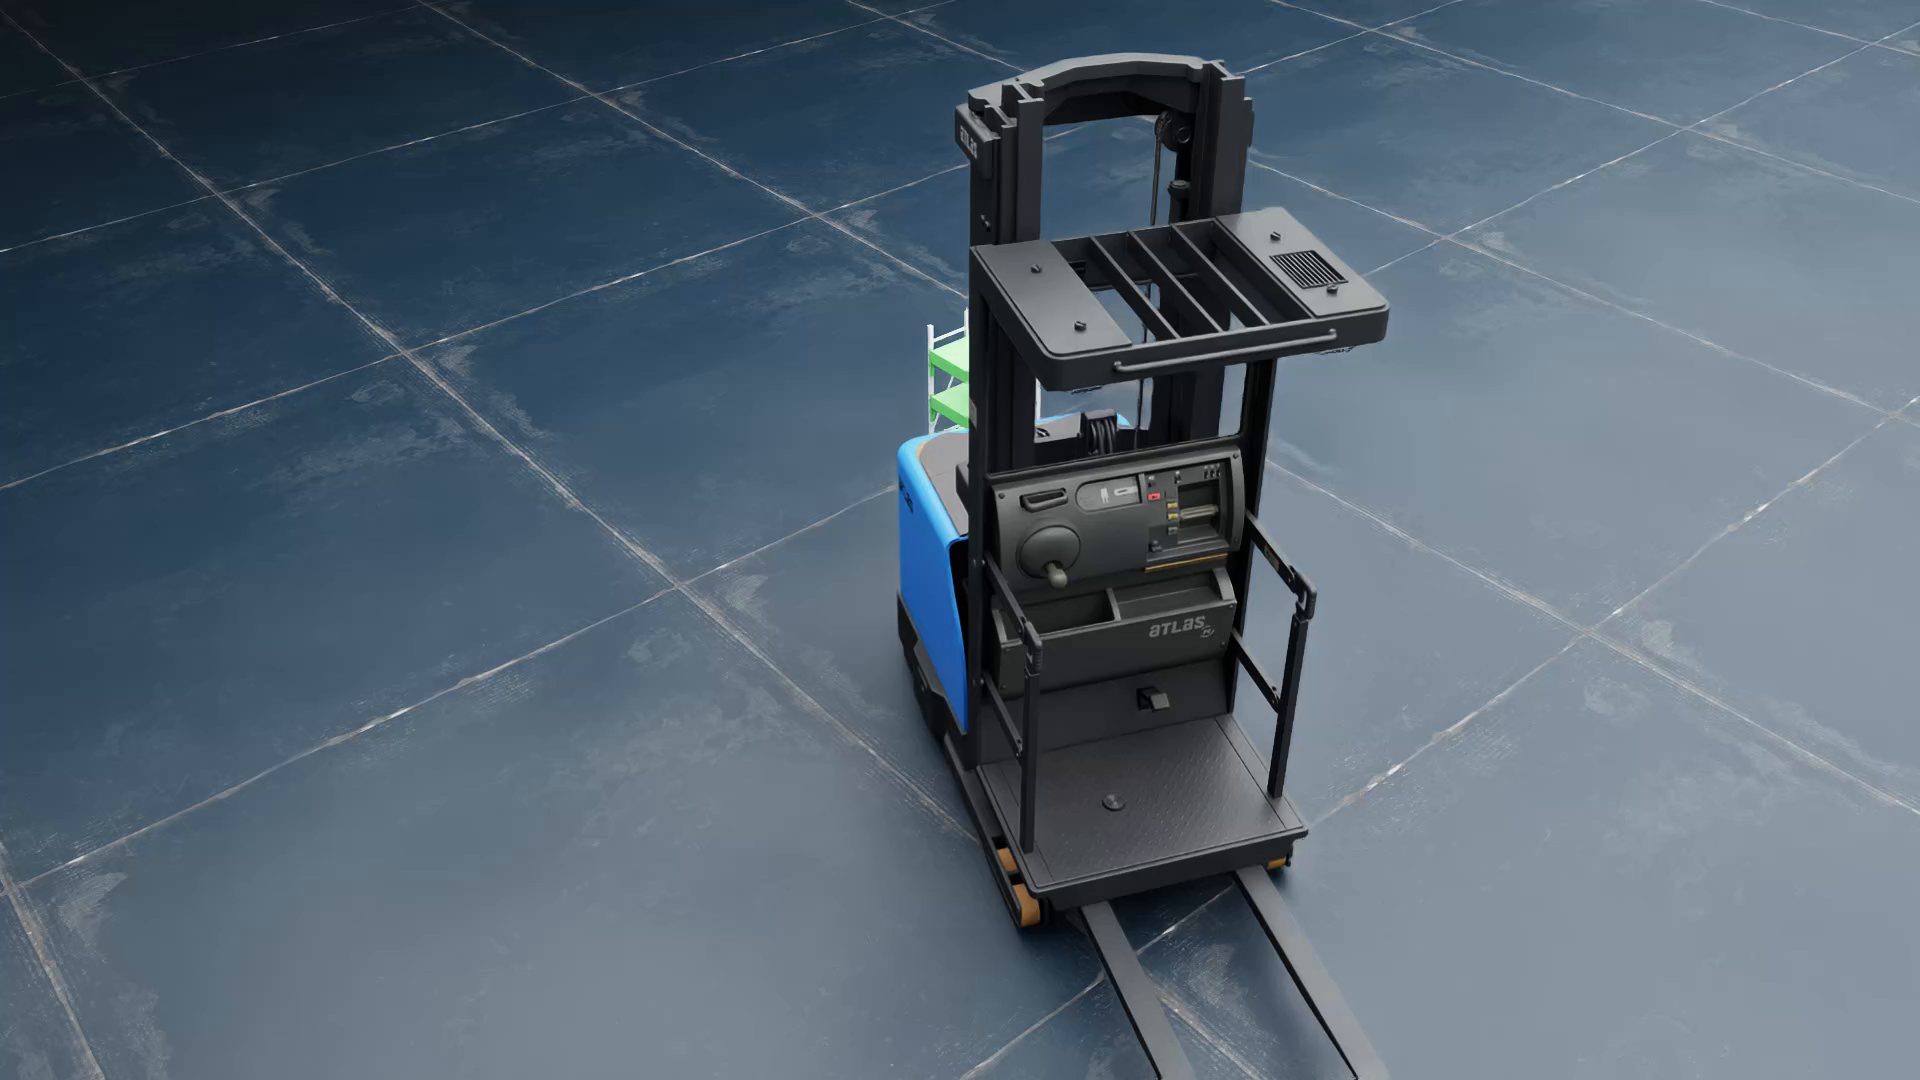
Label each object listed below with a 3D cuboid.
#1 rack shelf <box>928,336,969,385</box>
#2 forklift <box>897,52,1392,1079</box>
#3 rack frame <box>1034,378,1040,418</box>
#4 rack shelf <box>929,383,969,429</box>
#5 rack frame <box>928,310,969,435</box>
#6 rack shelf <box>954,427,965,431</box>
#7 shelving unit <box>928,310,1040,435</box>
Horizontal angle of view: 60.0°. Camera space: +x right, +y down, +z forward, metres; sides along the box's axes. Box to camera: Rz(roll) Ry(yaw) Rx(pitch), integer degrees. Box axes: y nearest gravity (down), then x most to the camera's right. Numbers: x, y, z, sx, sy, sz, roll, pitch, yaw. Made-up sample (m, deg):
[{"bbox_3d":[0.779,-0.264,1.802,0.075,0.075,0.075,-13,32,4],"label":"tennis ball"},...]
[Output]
[{"bbox_3d":[0.107,-0.756,7.560,0.258,0.148,0.480,-26,43,-32],"label":"rack shelf"},{"bbox_3d":[0.636,-0.011,5.729,1.130,2.935,3.031,-10,37,-14],"label":"forklift"},{"bbox_3d":[0.264,-0.309,7.648,0.240,1.200,0.015,-26,43,-32],"label":"rack frame"},{"bbox_3d":[0.107,-0.560,7.698,0.258,0.148,0.480,-26,43,-32],"label":"rack shelf"},{"bbox_3d":[-0.051,-0.524,7.952,0.240,1.200,0.015,-26,43,-32],"label":"rack frame"},{"bbox_3d":[0.107,-0.364,7.837,0.258,0.148,0.480,-26,43,-32],"label":"rack shelf"},{"bbox_3d":[0.107,-0.417,7.800,0.258,1.200,0.503,-26,43,-32],"label":"shelving unit"}]
